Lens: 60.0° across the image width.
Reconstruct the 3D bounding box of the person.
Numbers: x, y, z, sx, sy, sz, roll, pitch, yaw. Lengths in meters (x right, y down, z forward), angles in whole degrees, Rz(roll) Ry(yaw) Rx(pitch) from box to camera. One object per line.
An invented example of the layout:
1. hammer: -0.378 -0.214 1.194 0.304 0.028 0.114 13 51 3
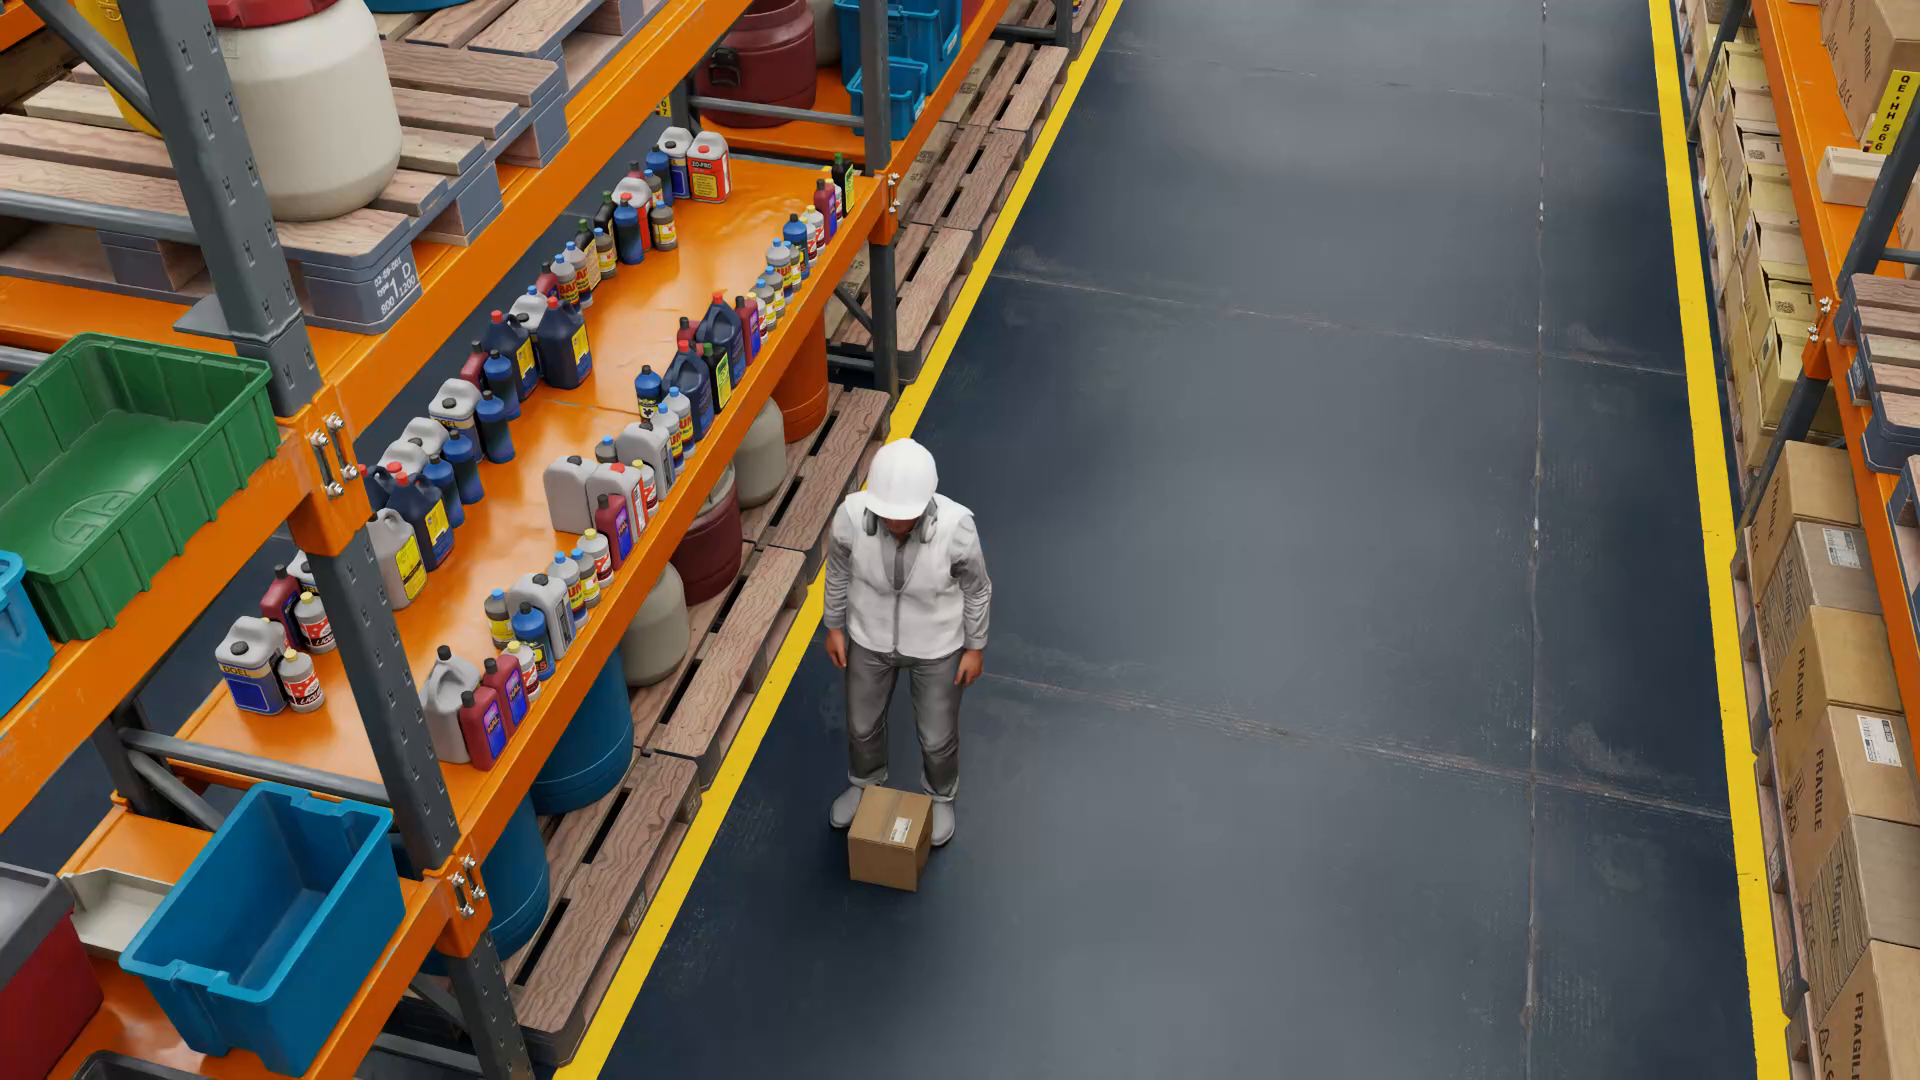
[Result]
1. person: -0.188 0.341 5.743 0.579 1.769 0.466 8 41 9
